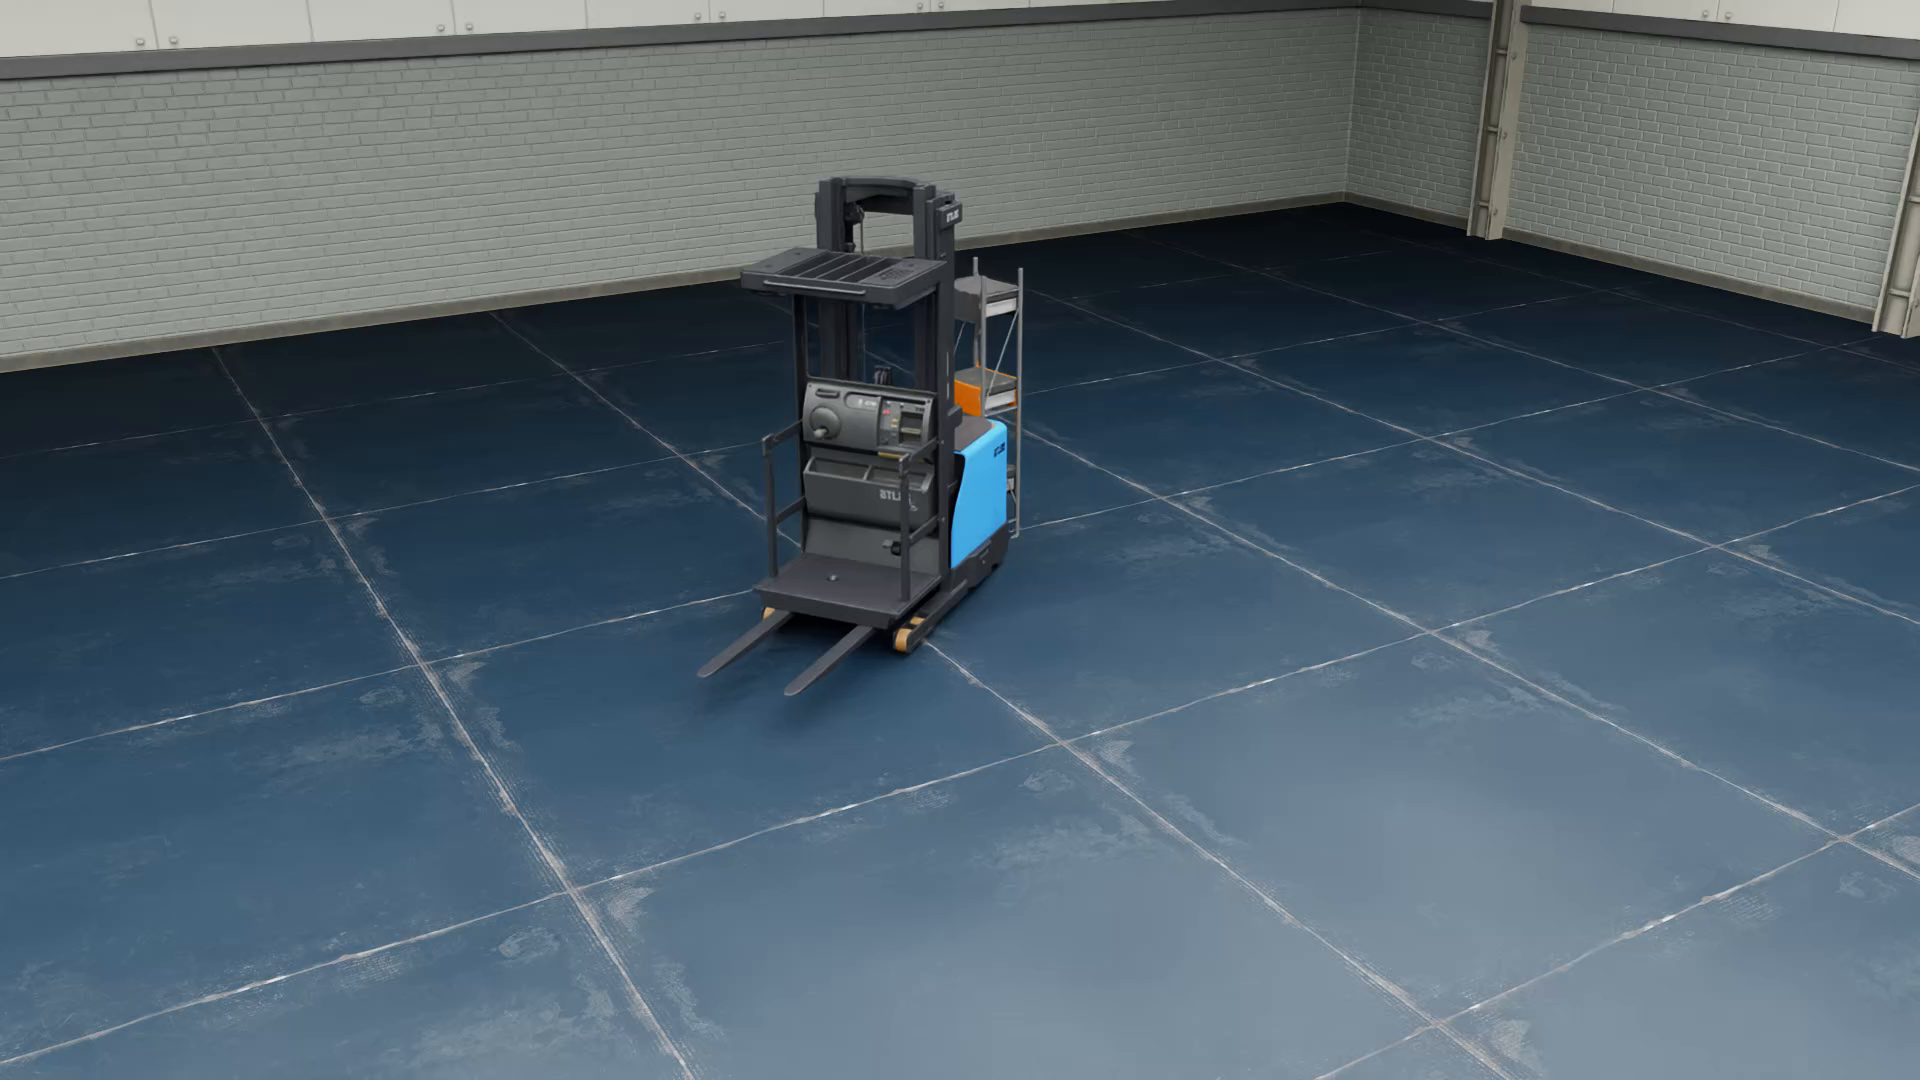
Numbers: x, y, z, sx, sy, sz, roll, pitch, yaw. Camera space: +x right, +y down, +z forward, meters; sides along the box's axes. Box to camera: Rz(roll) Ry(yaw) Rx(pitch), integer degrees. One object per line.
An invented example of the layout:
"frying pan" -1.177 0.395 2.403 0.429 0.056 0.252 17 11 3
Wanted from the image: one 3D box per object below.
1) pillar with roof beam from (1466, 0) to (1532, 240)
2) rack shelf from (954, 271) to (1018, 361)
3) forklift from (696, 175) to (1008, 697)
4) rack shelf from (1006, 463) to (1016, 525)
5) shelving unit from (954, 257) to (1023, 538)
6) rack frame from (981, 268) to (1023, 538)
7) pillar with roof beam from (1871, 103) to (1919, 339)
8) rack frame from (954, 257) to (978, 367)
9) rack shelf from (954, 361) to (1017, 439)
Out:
"pillar with roof beam" 3.637 -7.586 19.524 9.100 9.000 0.400 -13 25 -28
"rack shelf" 0.142 -1.662 12.290 0.431 0.518 0.480 -19 29 -38
"forklift" -0.700 -0.793 10.870 1.130 2.935 3.031 9 24 22
"rack shelf" 0.142 -0.365 12.817 0.431 0.518 0.480 -19 29 -38
"shelving unit" 0.142 -1.027 12.548 0.431 2.100 0.503 -19 29 -38
"rack frame" 0.305 -0.958 12.380 0.400 2.100 0.015 -19 29 -38
"pillar with roof beam" 6.701 -5.644 14.746 9.100 9.000 0.400 -13 25 -28
"rack frame" -0.021 -1.095 12.717 0.400 2.100 0.015 -19 29 -38
"rack shelf" 0.142 -1.014 12.554 0.431 0.518 0.480 -19 29 -38
